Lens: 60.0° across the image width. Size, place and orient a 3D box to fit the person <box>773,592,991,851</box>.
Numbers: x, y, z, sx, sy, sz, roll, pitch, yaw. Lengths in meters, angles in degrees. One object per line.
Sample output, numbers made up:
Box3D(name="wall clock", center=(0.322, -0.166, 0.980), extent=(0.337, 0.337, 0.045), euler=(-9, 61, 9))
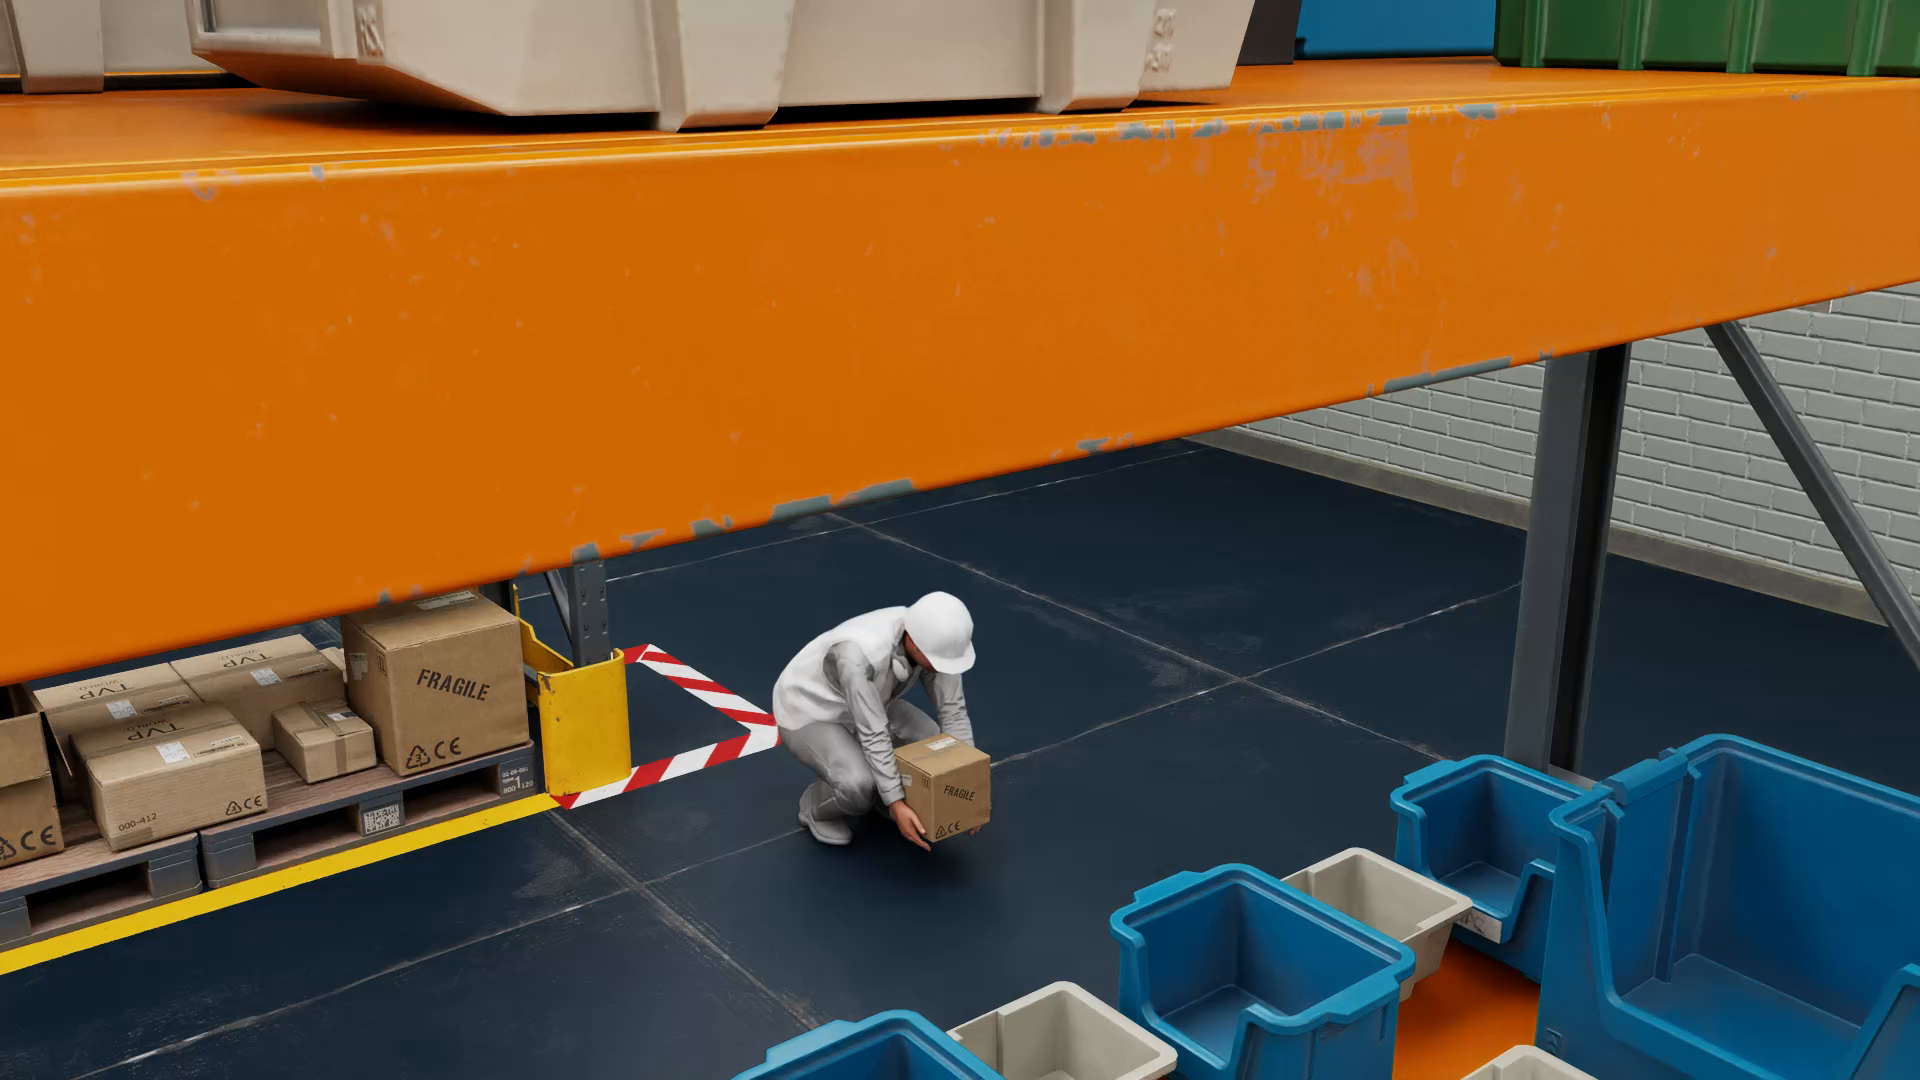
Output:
Box3D(name="person", center=(-0.281, 0.601, 5.898), extent=(0.520, 1.010, 0.886), euler=(-14, 22, -37))
